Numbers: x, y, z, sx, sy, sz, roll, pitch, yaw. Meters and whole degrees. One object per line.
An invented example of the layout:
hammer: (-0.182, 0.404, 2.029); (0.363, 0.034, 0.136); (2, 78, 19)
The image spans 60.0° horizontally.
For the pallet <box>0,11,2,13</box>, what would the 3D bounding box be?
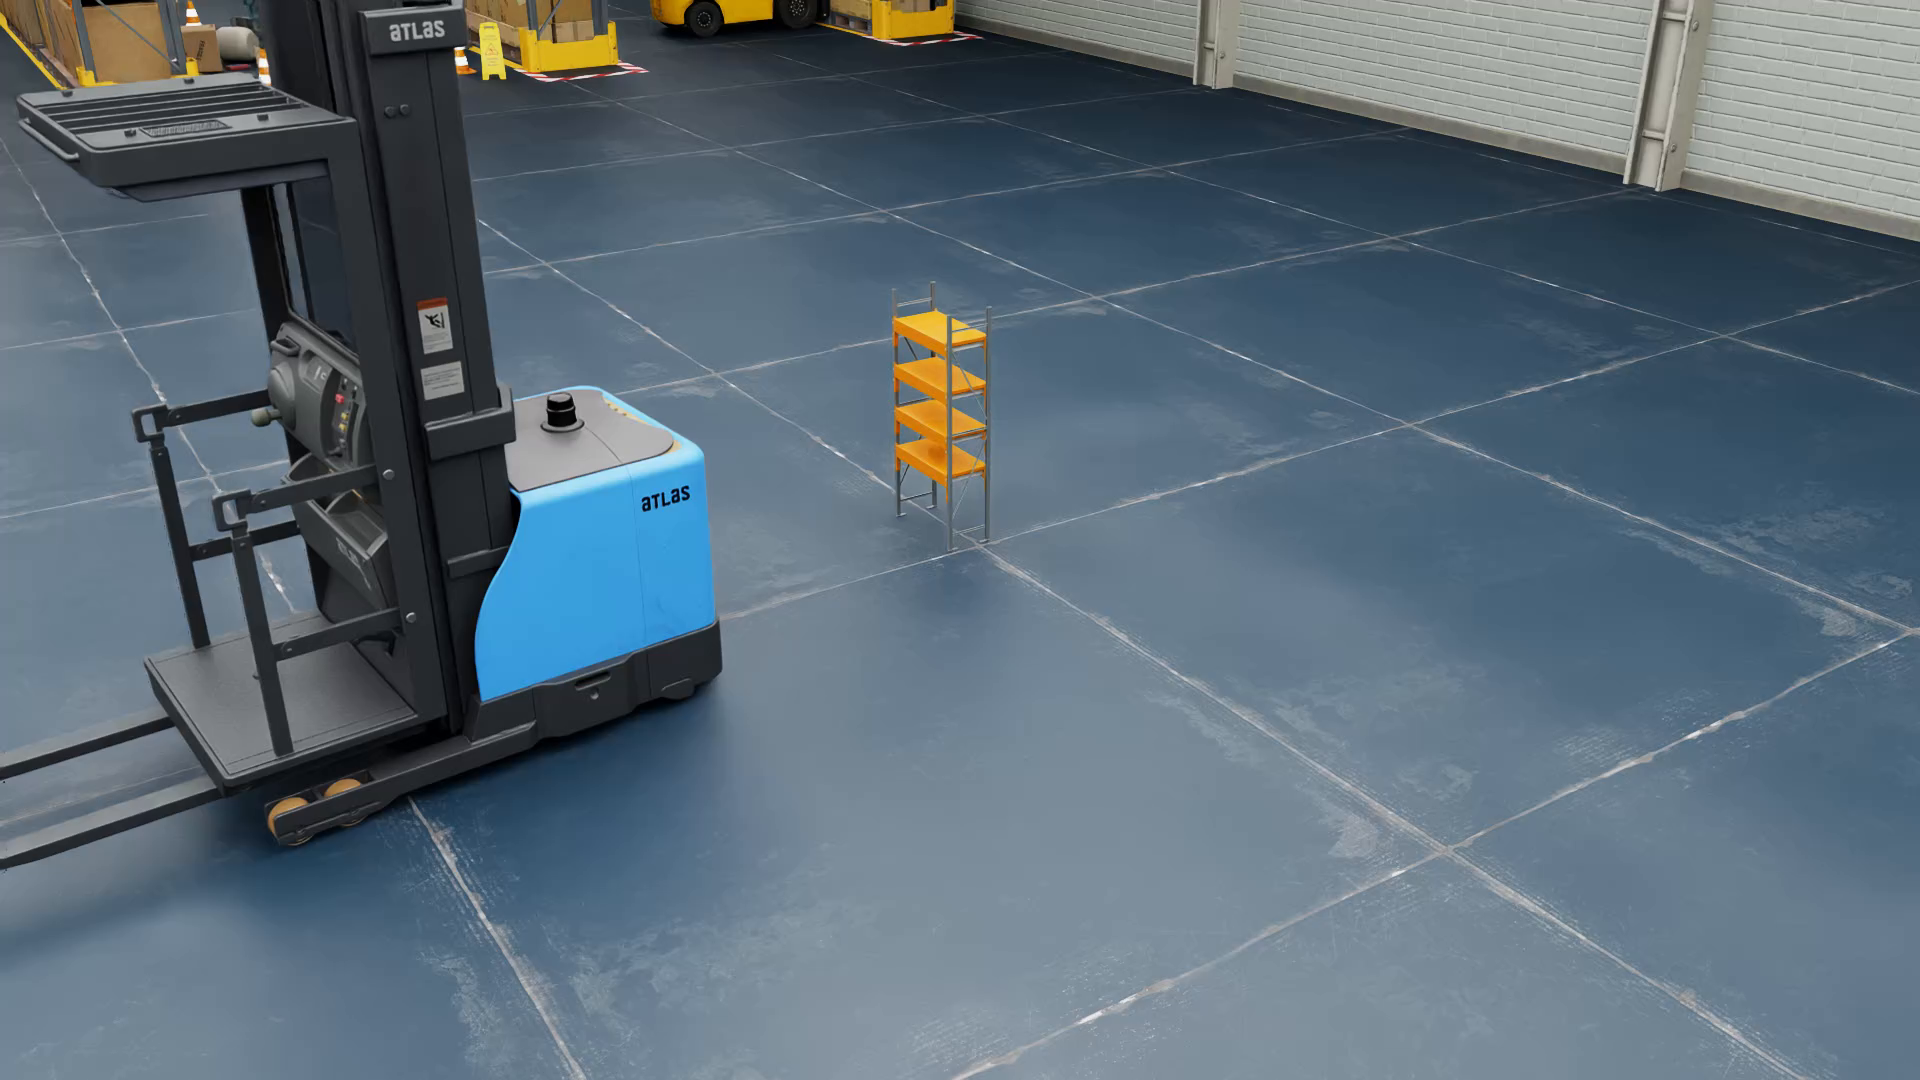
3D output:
pallet: (-14.365, -8.373, 25.739); (1.003, 0.211, 1.213); (-16, 29, -30)

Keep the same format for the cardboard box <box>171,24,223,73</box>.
cardboard box: (-9.387, -6.042, 20.461); (0.500, 0.500, 0.500); (-10, 27, -21)

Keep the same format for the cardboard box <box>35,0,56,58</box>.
cardboard box: (-10.810, -6.475, 20.450); (0.875, 0.875, 0.875); (-15, 29, -29)

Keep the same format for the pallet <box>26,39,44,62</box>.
pallet: (-11.579, -6.485, 21.740); (1.003, 0.211, 1.213); (-16, 29, -30)

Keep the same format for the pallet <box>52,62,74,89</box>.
pallet: (-10.075, -5.499, 19.652); (1.003, 0.211, 1.213); (-16, 29, -30)

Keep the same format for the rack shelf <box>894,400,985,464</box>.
rack shelf: (-0.090, -0.541, 8.148); (0.258, 0.148, 0.480); (-16, 29, -30)

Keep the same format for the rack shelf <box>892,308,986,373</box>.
rack shelf: (-0.090, -0.957, 7.952); (0.258, 0.148, 0.480); (-16, 29, -30)

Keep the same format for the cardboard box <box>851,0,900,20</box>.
cardboard box: (-1.183, -7.446, 23.237); (0.500, 0.250, 0.500); (-15, 29, -29)

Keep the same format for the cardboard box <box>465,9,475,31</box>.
cardboard box: (-6.314, -6.972, 22.235); (0.500, 0.250, 0.500); (-16, 30, -30)

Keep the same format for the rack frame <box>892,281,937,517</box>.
rack frame: (-0.224, -0.689, 8.304); (0.240, 1.200, 0.015); (-16, 29, -30)

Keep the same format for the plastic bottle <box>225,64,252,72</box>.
plastic bottle: (-8.919, -5.846, 20.563); (0.133, 0.061, 0.283); (18, 31, 33)

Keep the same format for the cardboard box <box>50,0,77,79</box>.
cardboard box: (-9.818, -5.827, 19.077); (0.875, 0.875, 0.875); (-16, 30, -30)

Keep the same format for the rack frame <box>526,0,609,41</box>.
rack frame: (-4.819, -7.247, 20.087); (1.000, 3.000, 0.127); (-16, 29, -30)

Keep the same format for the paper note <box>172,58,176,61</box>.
paper note: (-9.969, -6.116, 21.168); (0.142, 0.020, 0.147); (7, 26, 15)

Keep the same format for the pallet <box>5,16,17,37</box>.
pallet: (-12.911, -7.358, 23.589); (1.003, 0.211, 1.213); (-16, 29, -30)

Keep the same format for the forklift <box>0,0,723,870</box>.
forklift: (-2.464, -0.490, 5.854); (3.031, 2.935, 1.130); (-18, 31, -34)

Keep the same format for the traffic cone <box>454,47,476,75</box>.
traffic cone: (-6.134, -5.952, 20.317); (0.336, 0.463, 0.334); (-16, 29, -30)

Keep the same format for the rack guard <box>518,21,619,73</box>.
rack guard: (-4.860, -6.143, 20.678); (1.175, 0.500, 0.348); (-16, 29, -30)

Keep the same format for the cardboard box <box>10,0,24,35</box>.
cardboard box: (-12.032, -7.207, 22.146); (1.050, 0.750, 0.750); (-16, 29, -30)

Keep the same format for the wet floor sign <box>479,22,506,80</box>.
wet floor sign: (-5.611, -5.865, 19.917); (0.267, 0.644, 0.232); (-6, 26, -12)

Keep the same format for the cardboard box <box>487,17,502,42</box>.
cardboard box: (-5.761, -6.607, 21.460); (0.500, 0.250, 0.500); (-15, 29, -29)

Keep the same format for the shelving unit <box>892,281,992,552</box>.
shelving unit: (-0.090, -0.602, 8.119); (0.258, 1.200, 0.503); (-16, 29, -30)

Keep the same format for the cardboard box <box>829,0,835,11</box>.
cardboard box: (-1.712, -7.807, 24.002); (0.500, 0.250, 0.500); (-15, 29, -29)

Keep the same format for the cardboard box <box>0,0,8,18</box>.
cardboard box: (-13.021, -7.852, 23.513); (1.050, 0.750, 0.750); (-16, 30, -30)

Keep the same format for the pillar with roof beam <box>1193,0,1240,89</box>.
pillar with roof beam: (-0.618, -8.427, 15.560); (9.100, 9.000, 0.400); (-16, 29, -30)

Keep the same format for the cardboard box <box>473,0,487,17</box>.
cardboard box: (-6.032, -7.126, 21.682); (0.500, 0.500, 0.500); (-16, 30, -31)

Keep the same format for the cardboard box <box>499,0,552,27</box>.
cardboard box: (-5.474, -6.758, 20.902); (0.500, 0.500, 0.500); (-15, 29, -29)

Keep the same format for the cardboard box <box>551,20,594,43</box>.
cardboard box: (-5.027, -6.546, 21.332); (0.500, 0.250, 0.500); (-16, 30, -30)

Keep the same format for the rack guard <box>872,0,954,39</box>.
rack guard: (-0.649, -7.266, 23.055); (1.175, 0.500, 0.348); (-16, 29, -30)

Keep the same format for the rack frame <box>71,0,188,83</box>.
rack frame: (-8.911, -6.057, 17.566); (1.000, 3.000, 0.127); (-16, 29, -30)

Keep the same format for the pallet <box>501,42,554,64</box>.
pallet: (-5.274, -6.312, 21.372); (1.003, 0.211, 1.213); (-16, 29, -30)

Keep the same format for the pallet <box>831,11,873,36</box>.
pallet: (-1.114, -7.407, 23.694); (1.003, 0.211, 1.213); (-16, 29, -30)

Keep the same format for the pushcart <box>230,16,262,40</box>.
pushcart: (-8.885, -6.942, 22.514); (0.936, 0.377, 1.648); (18, 31, 33)
